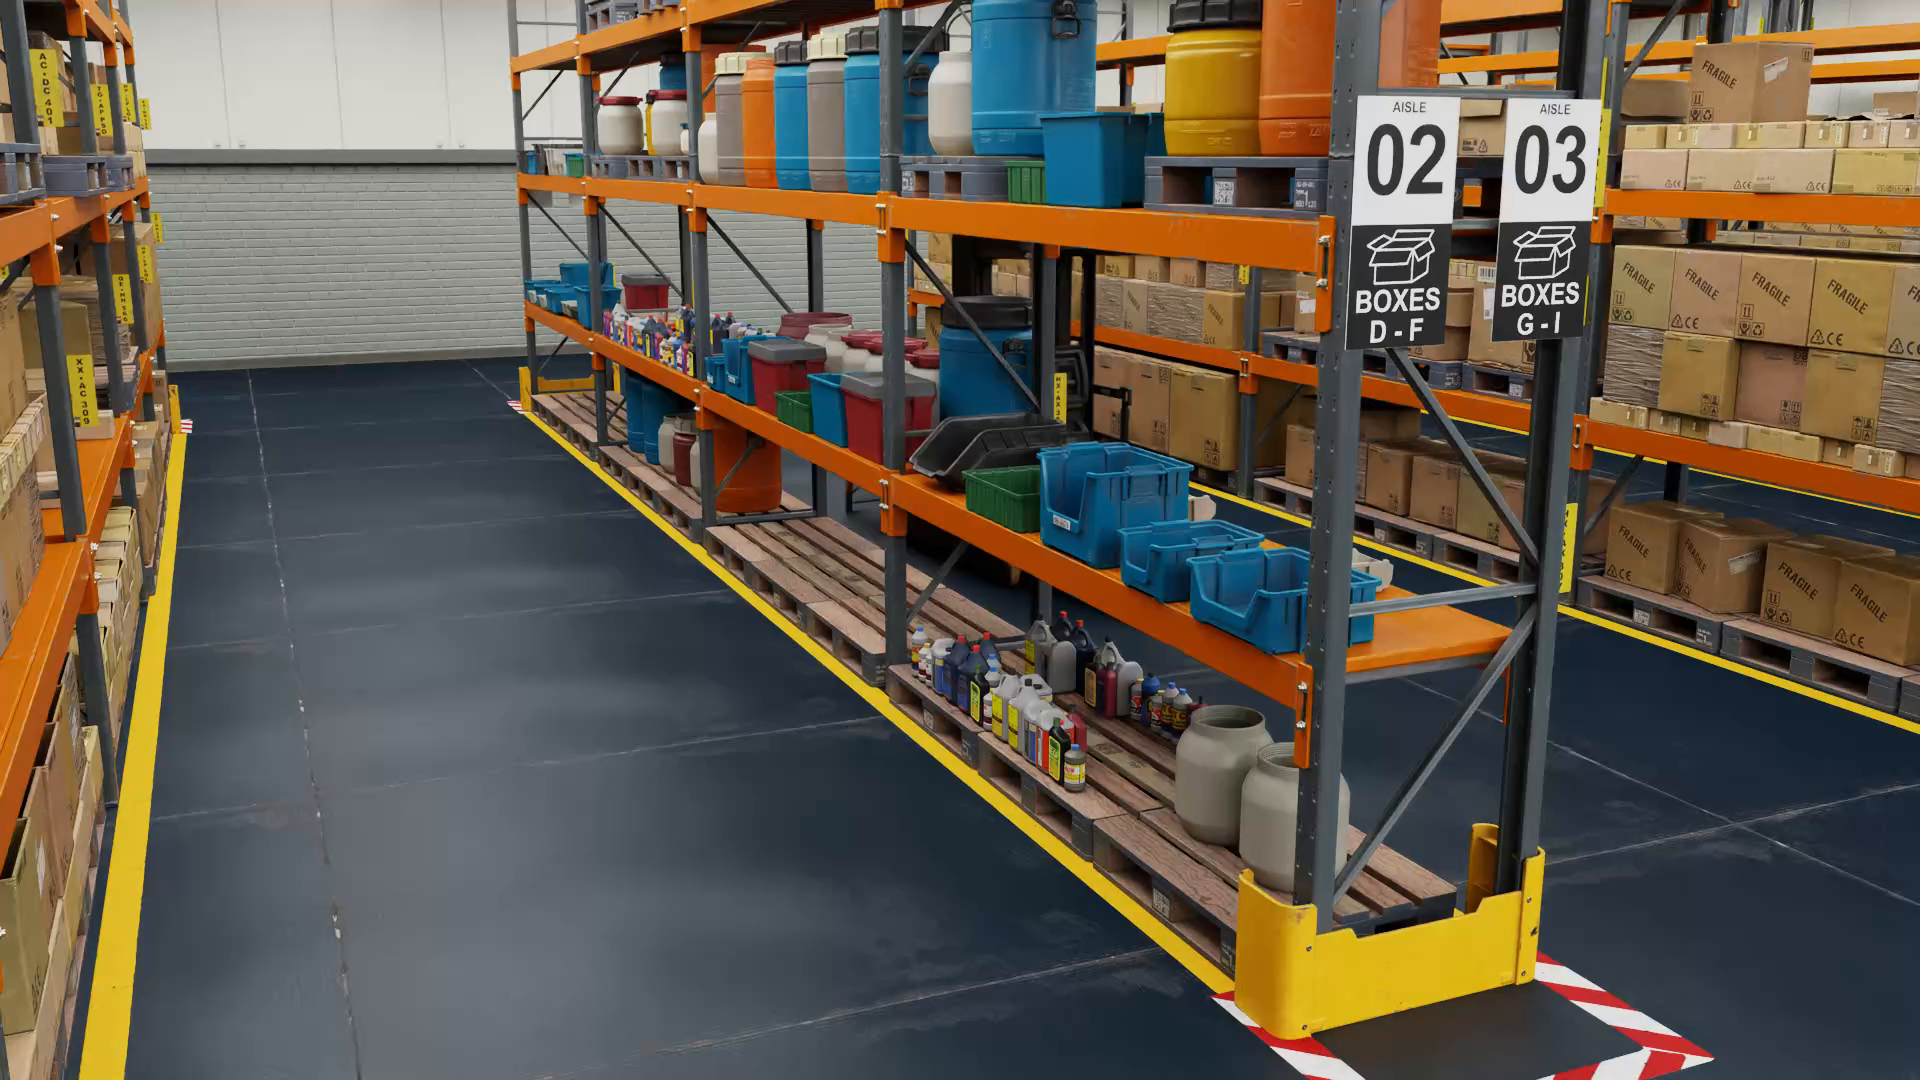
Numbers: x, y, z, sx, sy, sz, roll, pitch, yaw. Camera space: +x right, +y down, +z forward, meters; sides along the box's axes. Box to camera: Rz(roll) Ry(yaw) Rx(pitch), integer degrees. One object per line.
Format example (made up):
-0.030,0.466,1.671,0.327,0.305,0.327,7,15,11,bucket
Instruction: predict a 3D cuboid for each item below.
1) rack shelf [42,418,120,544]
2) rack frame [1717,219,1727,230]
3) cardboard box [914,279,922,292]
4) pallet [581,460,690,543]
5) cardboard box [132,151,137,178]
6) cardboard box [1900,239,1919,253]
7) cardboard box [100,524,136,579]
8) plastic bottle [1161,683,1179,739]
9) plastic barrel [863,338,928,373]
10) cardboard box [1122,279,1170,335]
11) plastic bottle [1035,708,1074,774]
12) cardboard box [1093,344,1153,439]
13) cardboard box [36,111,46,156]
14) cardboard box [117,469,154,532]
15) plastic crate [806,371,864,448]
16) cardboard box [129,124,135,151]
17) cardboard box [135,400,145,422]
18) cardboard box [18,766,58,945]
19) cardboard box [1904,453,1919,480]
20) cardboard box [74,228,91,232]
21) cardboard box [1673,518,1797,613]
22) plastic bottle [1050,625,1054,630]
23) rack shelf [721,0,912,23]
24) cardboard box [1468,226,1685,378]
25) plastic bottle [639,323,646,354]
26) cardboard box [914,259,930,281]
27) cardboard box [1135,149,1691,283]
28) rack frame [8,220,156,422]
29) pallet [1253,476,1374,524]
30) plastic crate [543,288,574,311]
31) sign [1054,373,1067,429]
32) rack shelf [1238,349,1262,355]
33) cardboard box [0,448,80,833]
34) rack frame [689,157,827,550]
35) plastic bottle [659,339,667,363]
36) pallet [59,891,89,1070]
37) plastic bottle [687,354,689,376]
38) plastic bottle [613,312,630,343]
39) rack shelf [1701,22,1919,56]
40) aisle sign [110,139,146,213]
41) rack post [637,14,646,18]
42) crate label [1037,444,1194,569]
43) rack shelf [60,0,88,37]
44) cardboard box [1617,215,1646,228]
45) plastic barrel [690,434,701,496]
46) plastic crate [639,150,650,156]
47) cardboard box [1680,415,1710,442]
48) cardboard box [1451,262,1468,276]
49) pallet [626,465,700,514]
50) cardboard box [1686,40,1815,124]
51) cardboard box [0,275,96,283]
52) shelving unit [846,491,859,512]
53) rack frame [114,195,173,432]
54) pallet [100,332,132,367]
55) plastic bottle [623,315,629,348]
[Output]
-0.070,-4.152,15.239,15.826,4.752,11.863,-6,14,-23,rack shelf
10.469,-3.607,22.300,1.000,3.000,0.127,-6,14,-23,rack frame
-0.374,-3.312,21.586,0.380,0.149,0.250,-5,14,-22,cardboard box
-5.839,0.766,9.593,9.879,0.211,12.008,-6,14,-23,pallet
-8.053,-3.536,15.674,0.500,0.250,0.500,-6,14,-23,cardboard box
8.564,-2.334,14.364,0.700,0.500,0.500,-6,14,-23,cardboard box
-5.438,0.063,10.366,0.500,0.311,0.500,-6,14,-24,cardboard box
1.039,0.836,8.181,0.097,0.271,0.097,0,13,0,plastic bottle
-0.421,-1.047,10.938,0.433,0.535,0.433,0,13,0,plastic barrel
1.958,-2.329,16.559,0.500,0.500,0.500,-5,14,-22,cardboard box
0.444,0.933,7.750,0.152,0.276,0.135,-6,14,-23,plastic bottle
2.022,-1.566,17.264,1.225,0.875,0.875,-6,14,-25,cardboard box
-5.409,-2.269,9.272,0.500,0.250,0.500,-6,14,-24,cardboard box
-6.223,-0.215,12.215,0.500,0.500,0.500,-6,14,-25,cardboard box
-0.672,-0.803,10.224,0.392,0.384,0.575,-6,14,-23,plastic crate
-8.048,-3.780,15.620,0.500,0.250,0.500,-6,14,-23,cardboard box
-8.447,-1.203,16.477,0.797,0.503,0.637,-6,14,-23,cardboard box
-3.308,1.095,5.489,0.500,0.500,0.500,-6,14,-23,cardboard box
5.377,-0.407,9.033,0.380,0.149,0.250,-6,14,-23,cardboard box
-8.944,-2.853,16.606,0.500,0.500,0.500,-5,14,-22,cardboard box
4.953,0.158,10.645,0.500,0.500,0.500,-1,13,-5,cardboard box
0.550,0.567,9.315,0.061,0.283,0.133,-5,14,-20,plastic bottle
-0.746,-3.472,10.578,0.831,0.071,3.687,-6,14,-23,rack shelf
4.403,-1.732,11.940,1.000,1.000,1.000,-6,14,-23,cardboard box
-2.789,-1.786,14.718,0.097,0.271,0.097,0,13,0,plastic bottle
-0.269,-3.486,21.453,0.500,0.250,0.500,-6,14,-24,cardboard box
3.415,-2.546,13.615,1.196,1.250,7.084,-6,14,-25,cardboard box
-7.690,-1.817,14.570,1.000,3.000,0.127,-6,14,-23,rack frame
3.303,-0.365,14.479,1.003,0.211,1.213,-6,14,-23,pallet
-4.427,-2.685,18.559,0.416,0.233,0.300,-6,14,-23,plastic crate
0.564,-0.794,9.532,0.100,0.325,0.005,-6,14,-23,sign
2.190,-2.043,16.707,0.919,0.124,3.809,-6,14,-23,rack shelf
-3.706,0.407,6.271,0.514,1.489,0.514,-5,14,-21,cardboard box
-1.547,-1.438,12.929,1.000,3.000,0.127,-6,14,-23,rack frame
-2.495,-1.600,14.071,0.097,0.201,0.097,0,13,0,plastic bottle
-3.712,1.614,5.926,1.003,0.211,1.213,-6,14,-23,pallet
-2.130,-1.411,13.256,0.097,0.201,0.097,0,13,0,plastic bottle
-3.167,-1.998,15.625,0.152,0.276,0.135,-6,14,-23,plastic bottle
8.377,-4.276,14.372,1.077,0.370,4.000,-6,14,-23,rack shelf
-9.039,-3.952,18.028,0.394,0.787,0.004,-6,14,-23,aisle sign
-2.222,-4.537,14.123,0.937,0.300,0.954,-4,14,-17,rack post
0.672,-0.158,7.321,0.502,0.435,0.616,-6,14,-23,crate label
-5.286,-2.955,8.664,1.077,0.370,4.000,-6,14,-23,rack shelf
9.618,-4.425,23.397,0.500,0.500,0.500,-5,14,-22,cardboard box
-2.067,-0.638,14.062,0.421,0.512,0.421,0,13,0,plastic barrel
-3.396,-3.943,17.392,0.497,0.269,0.590,-6,14,-23,plastic crate
4.726,-0.712,10.351,0.380,0.149,0.250,-6,14,-23,cardboard box
5.920,-3.136,19.234,0.380,0.149,0.250,-5,14,-22,cardboard box
-2.386,-0.490,15.019,1.003,0.211,1.213,-6,14,-23,pallet
5.007,-2.887,10.550,0.500,0.500,0.500,-6,14,-25,cardboard box
-7.705,-1.953,14.001,0.700,0.500,0.500,-12,18,-42,cardboard box
11.260,-2.642,11.479,18.801,6.000,16.378,-7,15,-29,shelving unit
-9.292,-2.644,18.141,1.000,3.000,0.127,-6,14,-23,rack frame
-7.470,-1.549,13.836,1.003,0.211,1.213,-6,14,-23,pallet
-3.038,-1.909,15.227,0.061,0.283,0.133,-6,14,-23,plastic bottle
